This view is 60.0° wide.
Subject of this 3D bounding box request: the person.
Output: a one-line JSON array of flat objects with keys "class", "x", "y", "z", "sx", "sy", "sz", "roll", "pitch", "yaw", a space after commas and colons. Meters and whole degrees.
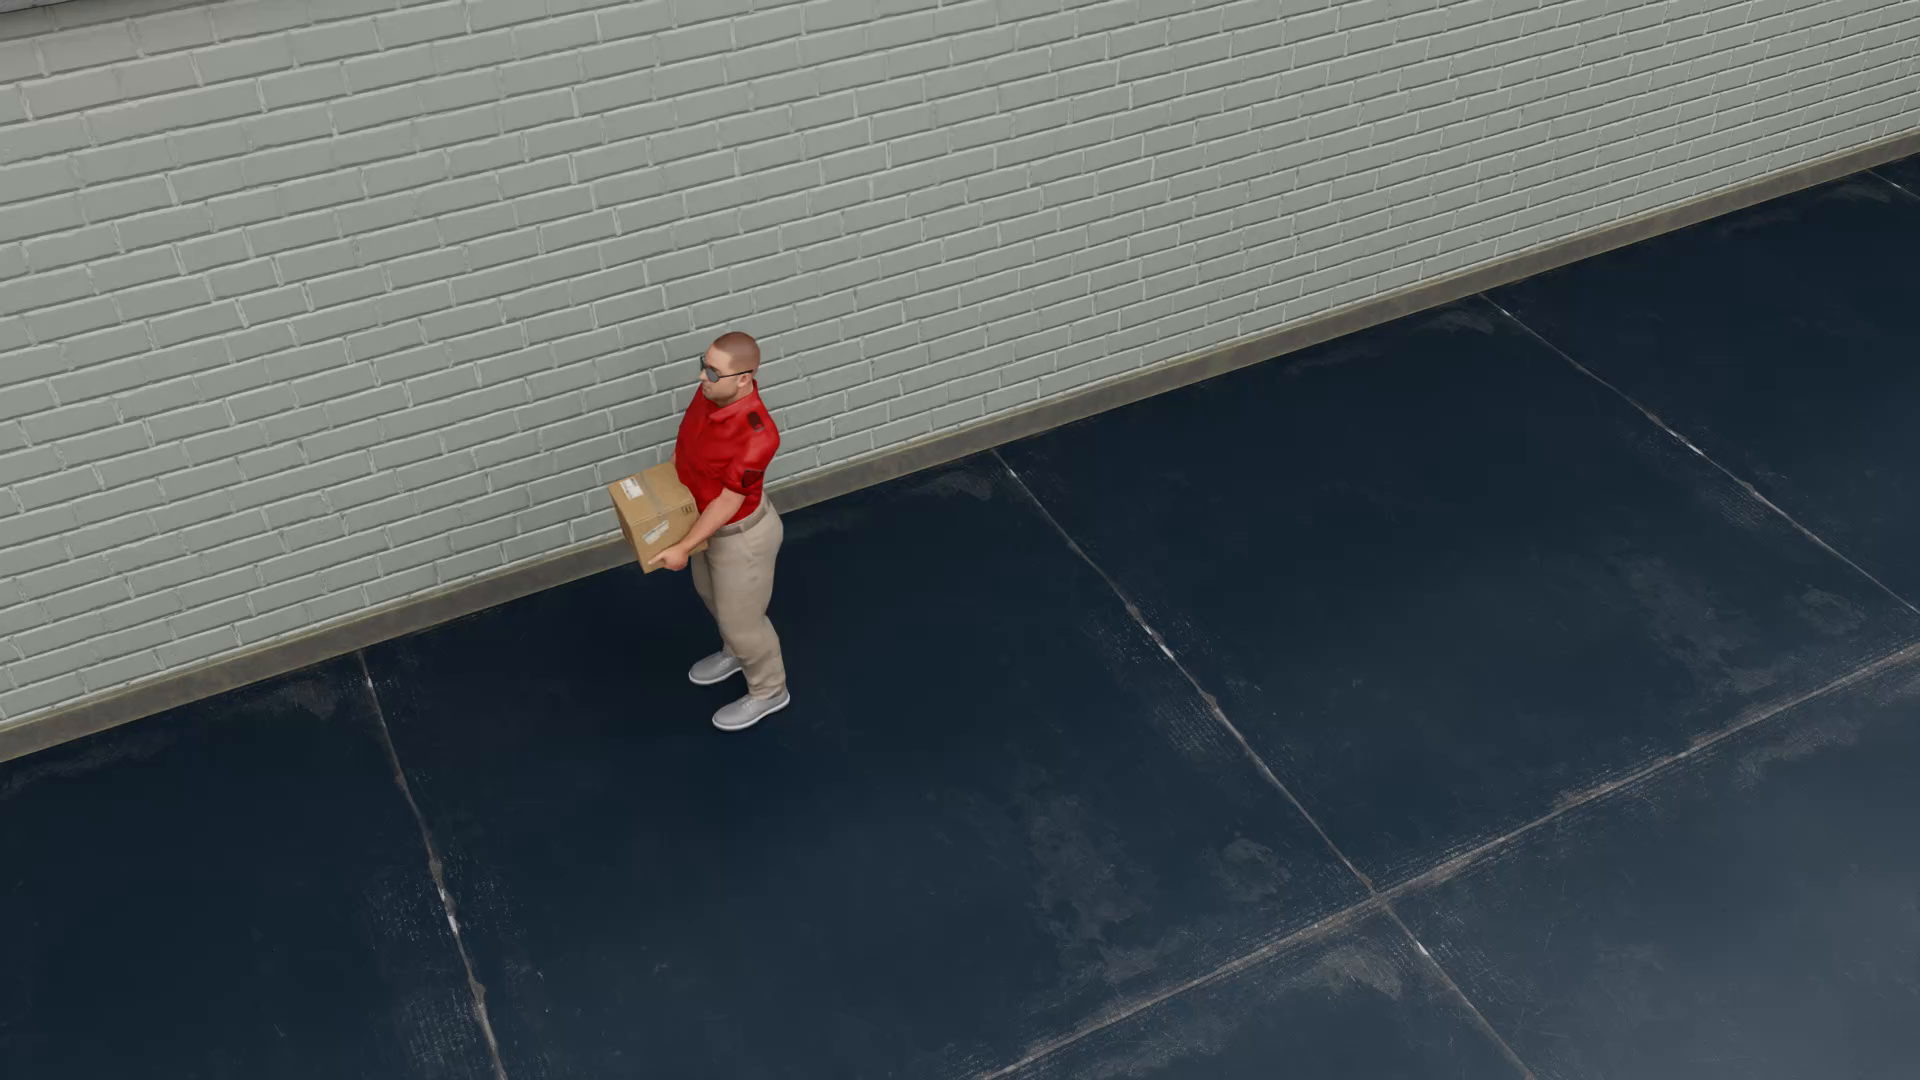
[{"class": "person", "x": -0.933, "y": -0.006, "z": 6.187, "sx": 0.538, "sy": 1.712, "sz": 0.493, "roll": -18, "pitch": 44, "yaw": -20}]
